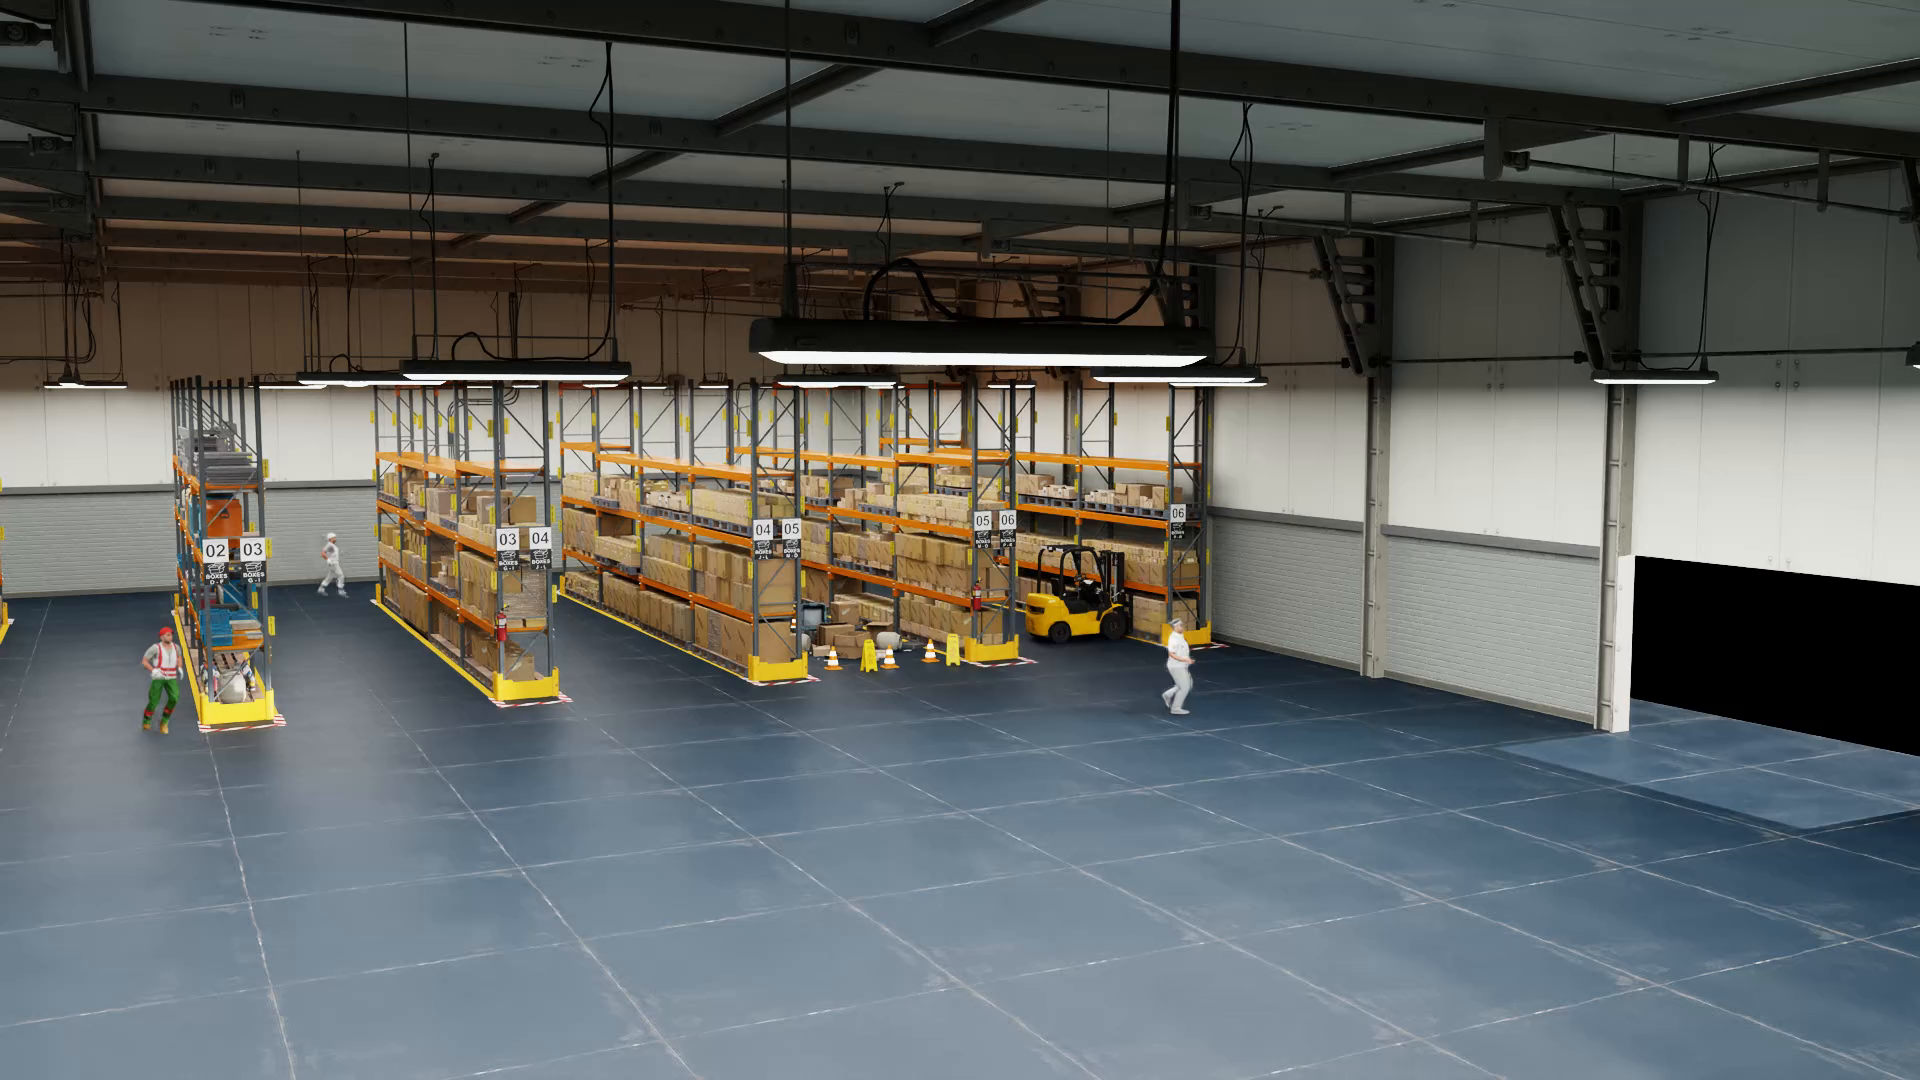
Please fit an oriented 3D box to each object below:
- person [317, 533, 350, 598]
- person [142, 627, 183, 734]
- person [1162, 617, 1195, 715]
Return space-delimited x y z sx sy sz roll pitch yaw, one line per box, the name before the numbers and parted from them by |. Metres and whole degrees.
person | -17.378 0.718 46.073 0.859 1.833 0.651 -2 5 -20
person | -13.420 2.358 28.069 0.678 1.783 0.718 5 7 43
person | 3.882 2.228 29.550 0.622 1.732 0.659 1 5 16
